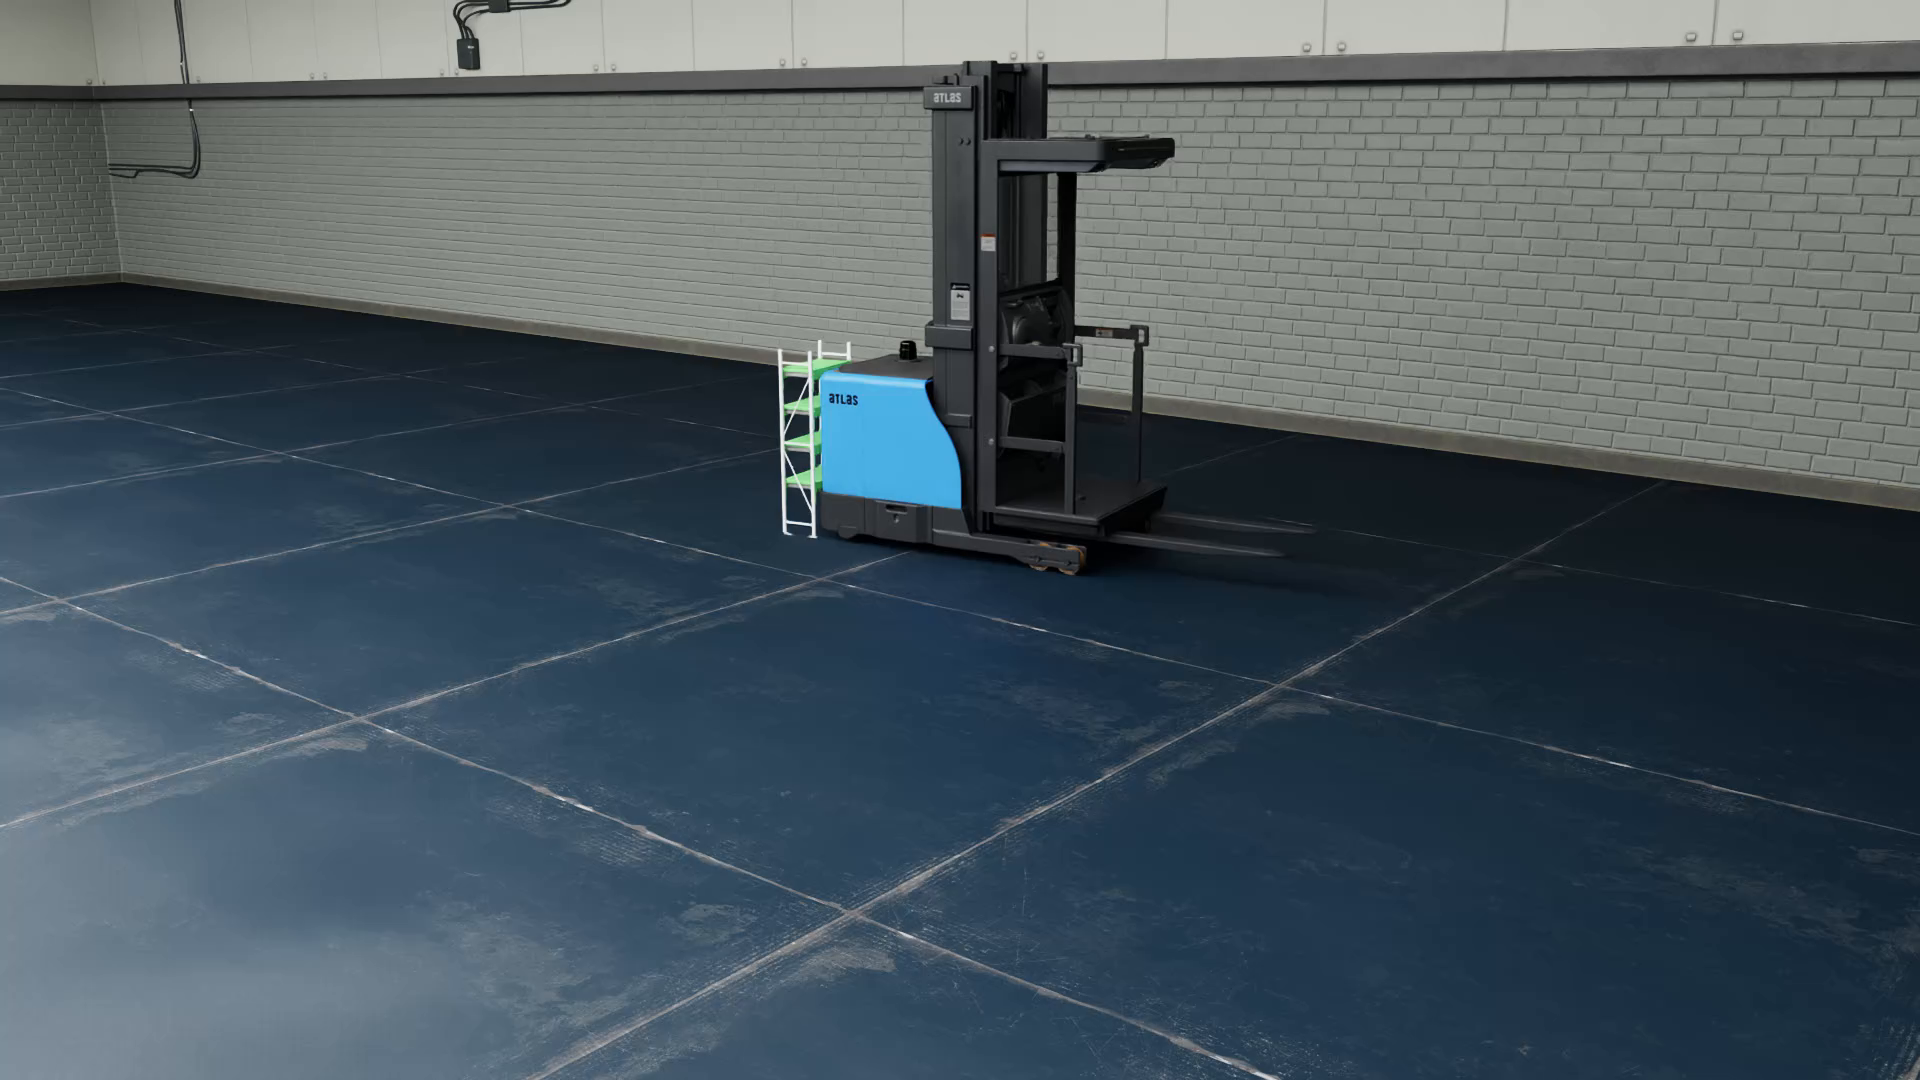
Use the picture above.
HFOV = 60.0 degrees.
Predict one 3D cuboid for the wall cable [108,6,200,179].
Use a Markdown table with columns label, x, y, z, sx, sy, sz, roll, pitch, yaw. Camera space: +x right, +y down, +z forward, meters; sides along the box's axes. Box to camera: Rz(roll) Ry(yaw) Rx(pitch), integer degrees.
| label | x | y | z | sx | sy | sz | roll | pitch | yaw |
| --- | --- | --- | --- | --- | --- | --- | --- | --- | --- |
| wall cable | -12.634 | -6.862 | 25.666 | 3.097 | 2.526 | 0.112 | 11 | 18 | 38 |

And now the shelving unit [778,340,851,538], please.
| label | x | y | z | sx | sy | sz | roll | pitch | yaw |
| --- | --- | --- | --- | --- | --- | --- | --- | --- | --- |
| shelving unit | -0.928 | -0.663 | 10.795 | 0.258 | 1.200 | 0.503 | 7 | 16 | 25 |

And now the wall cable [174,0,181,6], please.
| label | x | y | z | sx | sy | sz | roll | pitch | yaw |
| --- | --- | --- | --- | --- | --- | --- | --- | --- | --- |
| wall cable | -10.530 | -8.892 | 23.396 | 3.097 | 2.526 | 0.112 | 11 | 18 | 38 |

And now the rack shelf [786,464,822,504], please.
| label | x | y | z | sx | sy | sz | roll | pitch | yaw |
| --- | --- | --- | --- | --- | --- | --- | --- | --- | --- |
| rack shelf | -0.928 | -0.368 | 10.870 | 0.258 | 0.148 | 0.480 | 7 | 16 | 25 |

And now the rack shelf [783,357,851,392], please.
| label | x | y | z | sx | sy | sz | roll | pitch | yaw |
| --- | --- | --- | --- | --- | --- | --- | --- | --- | --- |
| rack shelf | -0.928 | -1.066 | 10.693 | 0.258 | 0.148 | 0.480 | 7 | 16 | 25 |

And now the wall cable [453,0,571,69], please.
| label | x | y | z | sx | sy | sz | roll | pitch | yaw |
| --- | --- | --- | --- | --- | --- | --- | --- | --- | --- |
| wall cable | -5.260 | -8.543 | 19.070 | 2.305 | 6.003 | 0.169 | 11 | 18 | 38 |

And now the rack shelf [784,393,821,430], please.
| label | x | y | z | sx | sy | sz | roll | pitch | yaw |
| --- | --- | --- | --- | --- | --- | --- | --- | --- | --- |
| rack shelf | -0.928 | -0.834 | 10.752 | 0.258 | 0.148 | 0.480 | 7 | 16 | 25 |

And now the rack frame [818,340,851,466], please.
| label | x | y | z | sx | sy | sz | roll | pitch | yaw |
| --- | --- | --- | --- | --- | --- | --- | --- | --- | --- |
| rack frame | -0.820 | -0.717 | 11.008 | 0.240 | 1.200 | 0.015 | 7 | 16 | 25 |

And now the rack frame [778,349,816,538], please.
| label | x | y | z | sx | sy | sz | roll | pitch | yaw |
| --- | --- | --- | --- | --- | --- | --- | --- | --- | --- |
| rack frame | -1.035 | -0.609 | 10.583 | 0.240 | 1.200 | 0.015 | 7 | 16 | 25 |

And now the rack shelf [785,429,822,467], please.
| label | x | y | z | sx | sy | sz | roll | pitch | yaw |
| --- | --- | --- | --- | --- | --- | --- | --- | --- | --- |
| rack shelf | -0.928 | -0.601 | 10.811 | 0.258 | 0.148 | 0.480 | 7 | 16 | 25 |

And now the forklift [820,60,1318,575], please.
| label | x | y | z | sx | sy | sz | roll | pitch | yaw |
| --- | --- | --- | --- | --- | --- | --- | --- | --- | --- |
| forklift | 0.648 | -1.364 | 10.040 | 3.031 | 2.935 | 1.130 | 8 | 16 | 28 |
